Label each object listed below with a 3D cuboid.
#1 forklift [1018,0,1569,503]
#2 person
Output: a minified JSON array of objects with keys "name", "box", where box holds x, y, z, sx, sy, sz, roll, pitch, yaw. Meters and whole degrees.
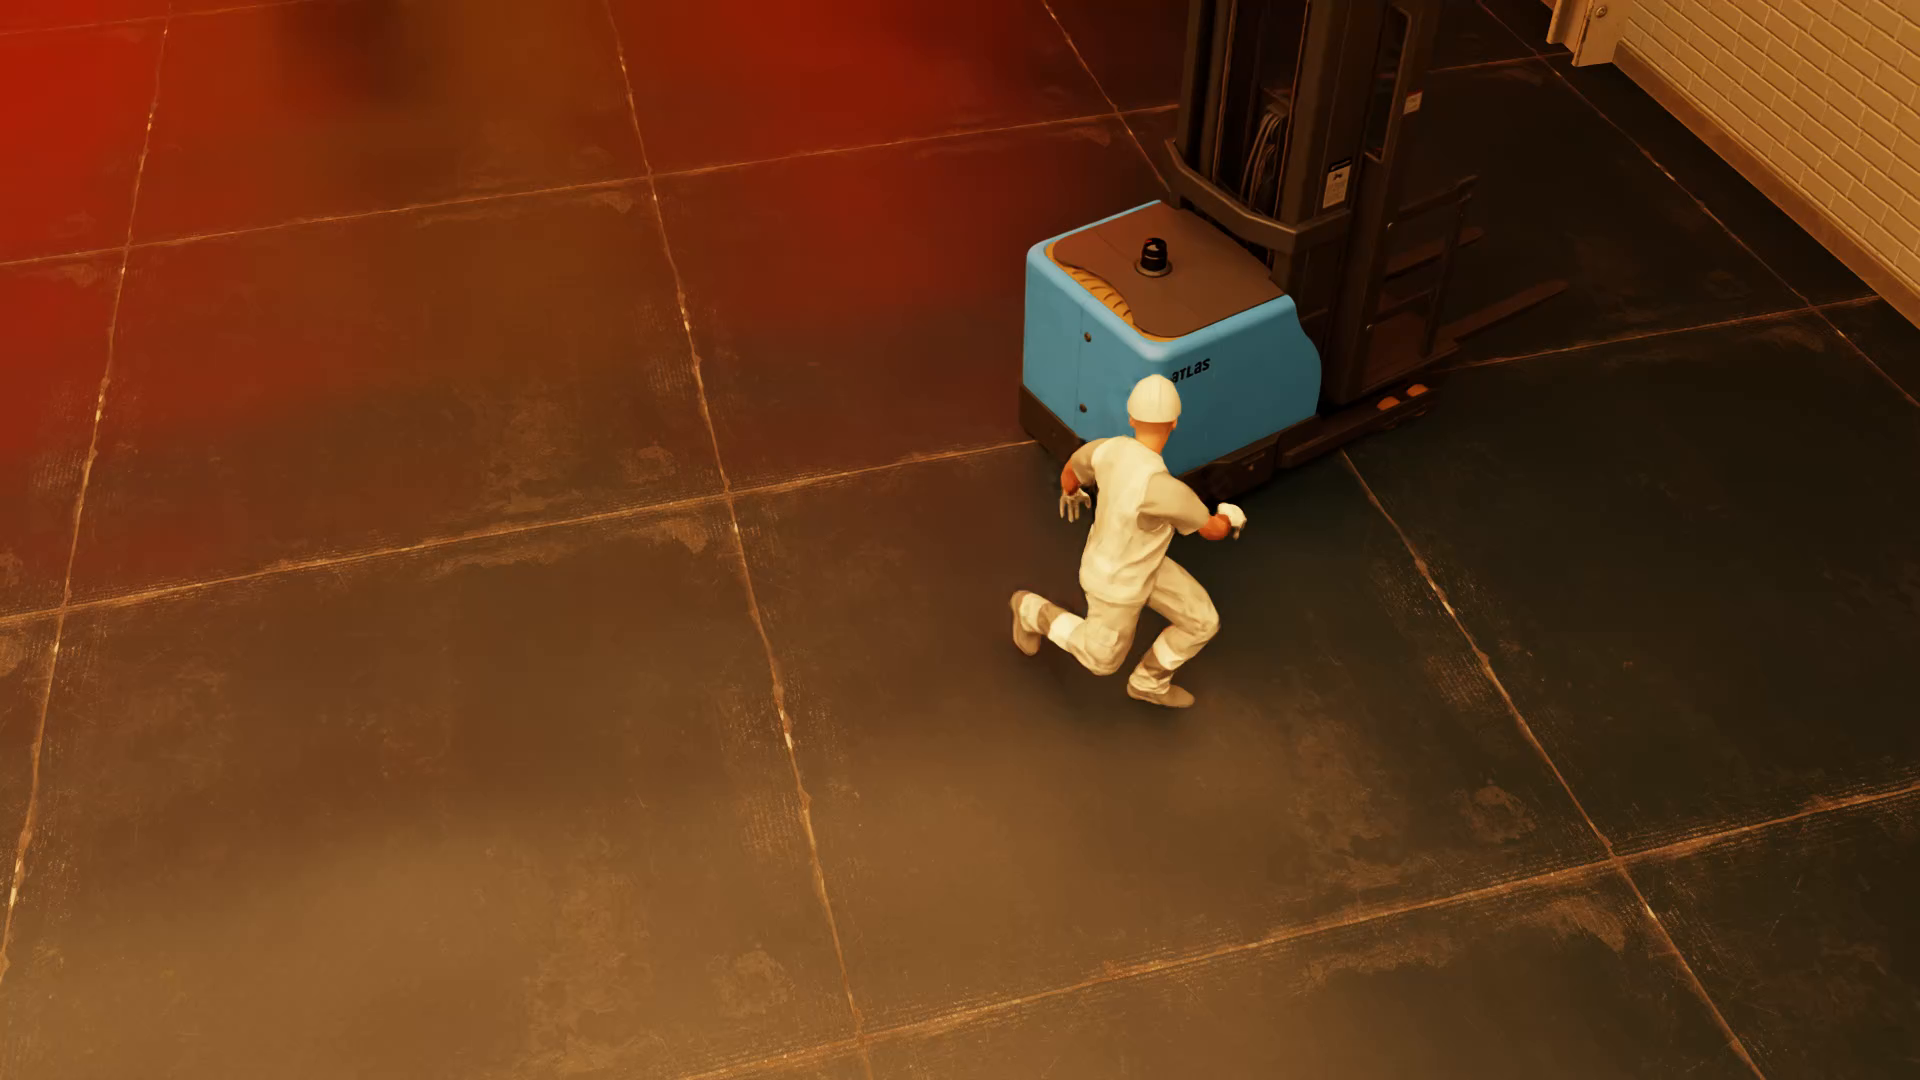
[{"name":"forklift","box":[1.808,-1.903,7.658,3.031,2.935,1.130,-24,48,-23]},{"name":"person","box":[0.656,0.010,6.686,0.931,1.548,0.663,11,44,11]}]
